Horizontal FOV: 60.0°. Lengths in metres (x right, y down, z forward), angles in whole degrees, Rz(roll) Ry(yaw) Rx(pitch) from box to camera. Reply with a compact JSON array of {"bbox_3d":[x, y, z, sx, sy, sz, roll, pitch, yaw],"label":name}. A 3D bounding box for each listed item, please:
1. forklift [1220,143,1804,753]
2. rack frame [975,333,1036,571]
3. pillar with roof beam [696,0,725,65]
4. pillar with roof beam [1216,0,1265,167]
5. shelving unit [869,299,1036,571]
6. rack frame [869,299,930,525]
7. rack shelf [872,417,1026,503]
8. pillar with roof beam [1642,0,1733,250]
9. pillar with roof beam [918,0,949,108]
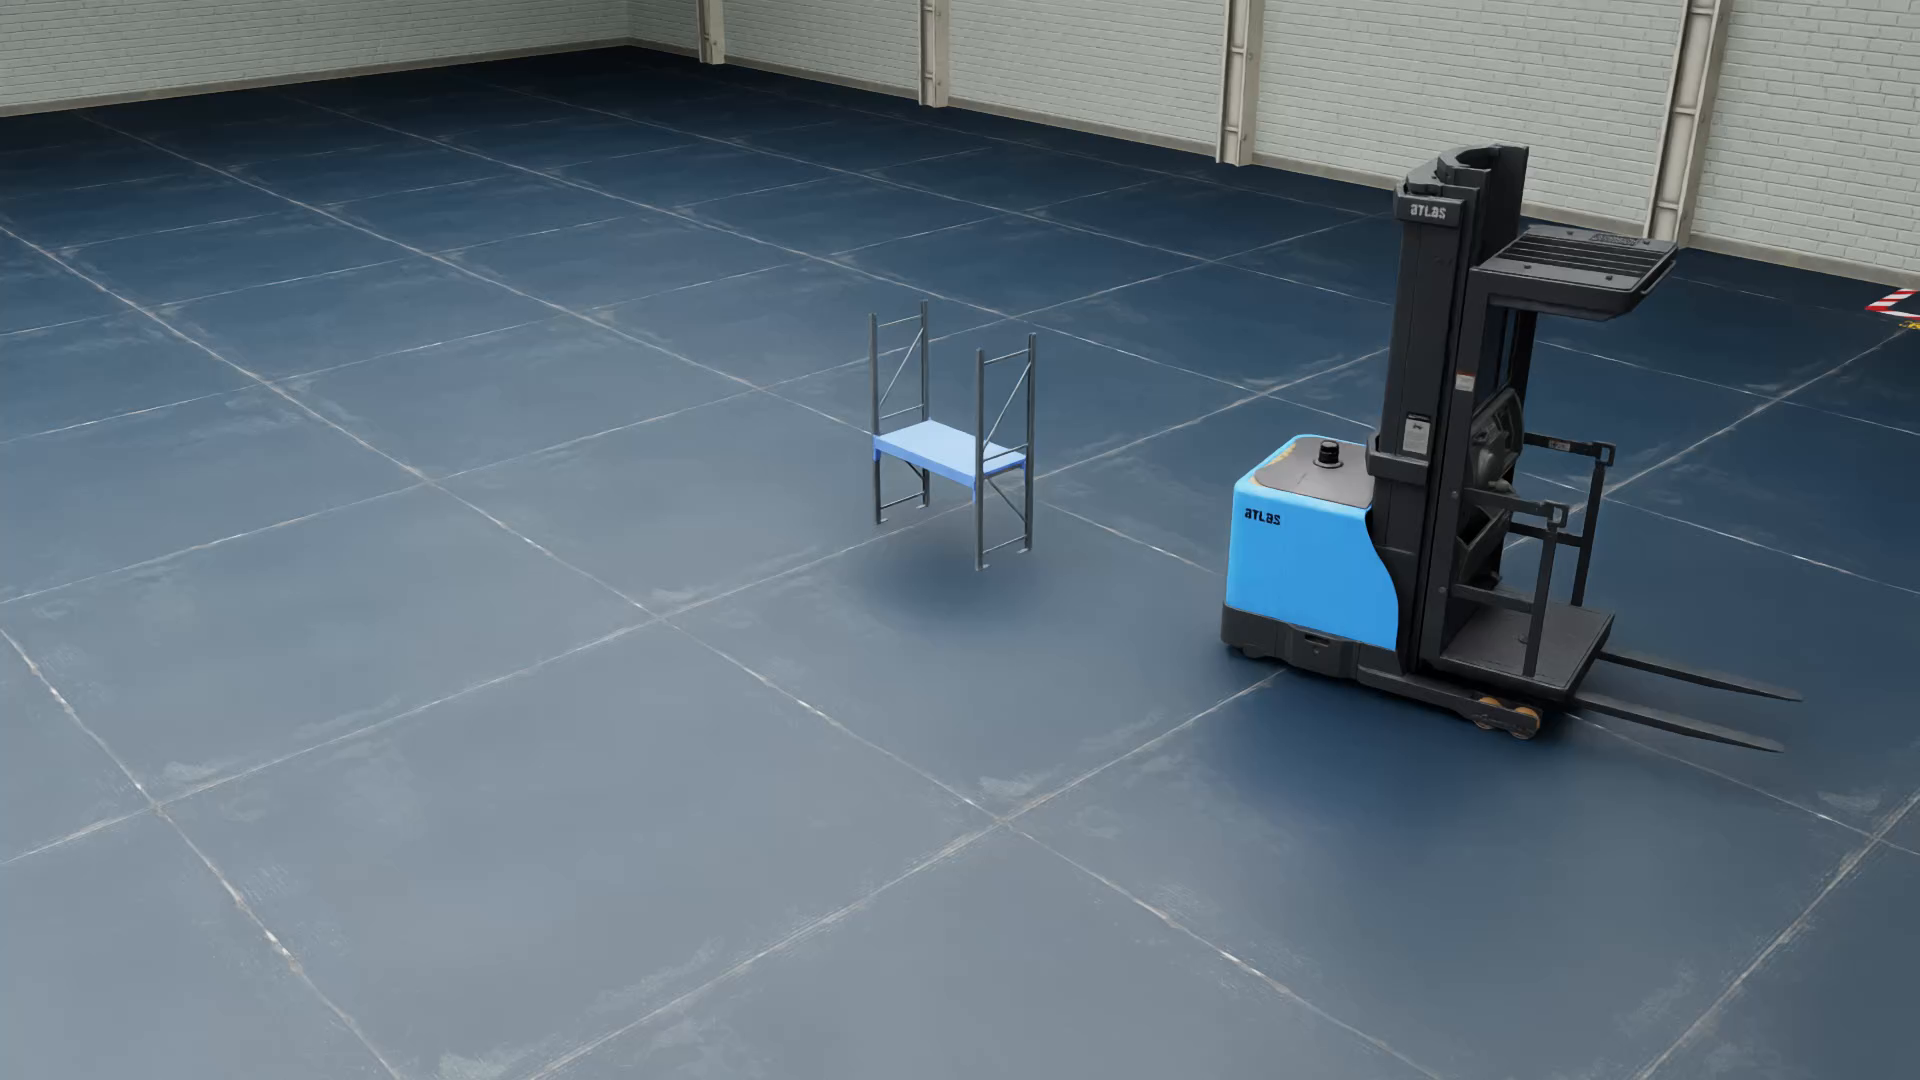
[{"bbox_3d":[3.054,-0.519,8.856,3.031,2.935,1.130,15,28,29],"label":"forklift"},{"bbox_3d":[0.289,-0.554,10.658,0.500,1.500,0.032,-21,32,-38],"label":"rack frame"},{"bbox_3d":[-7.654,-11.584,25.800,9.100,9.000,0.400,-21,32,-38],"label":"pillar with roof beam"},{"bbox_3d":[0.548,-7.948,17.831,9.100,9.000,0.400,-21,32,-38],"label":"pillar with roof beam"},{"bbox_3d":[-0.058,-0.708,10.995,0.538,1.500,1.048,-21,32,-38],"label":"shelving unit"},{"bbox_3d":[-0.406,-0.862,11.333,0.500,1.500,0.032,-21,32,-38],"label":"rack frame"},{"bbox_3d":[-0.058,-0.545,11.070,0.538,0.185,1.000,-21,32,-38],"label":"rack shelf"},{"bbox_3d":[4.649,-6.131,13.846,9.100,9.000,0.400,-21,32,-38],"label":"pillar with roof beam"},{"bbox_3d":[-3.553,-9.766,21.816,9.100,9.000,0.400,-21,32,-38],"label":"pillar with roof beam"}]
